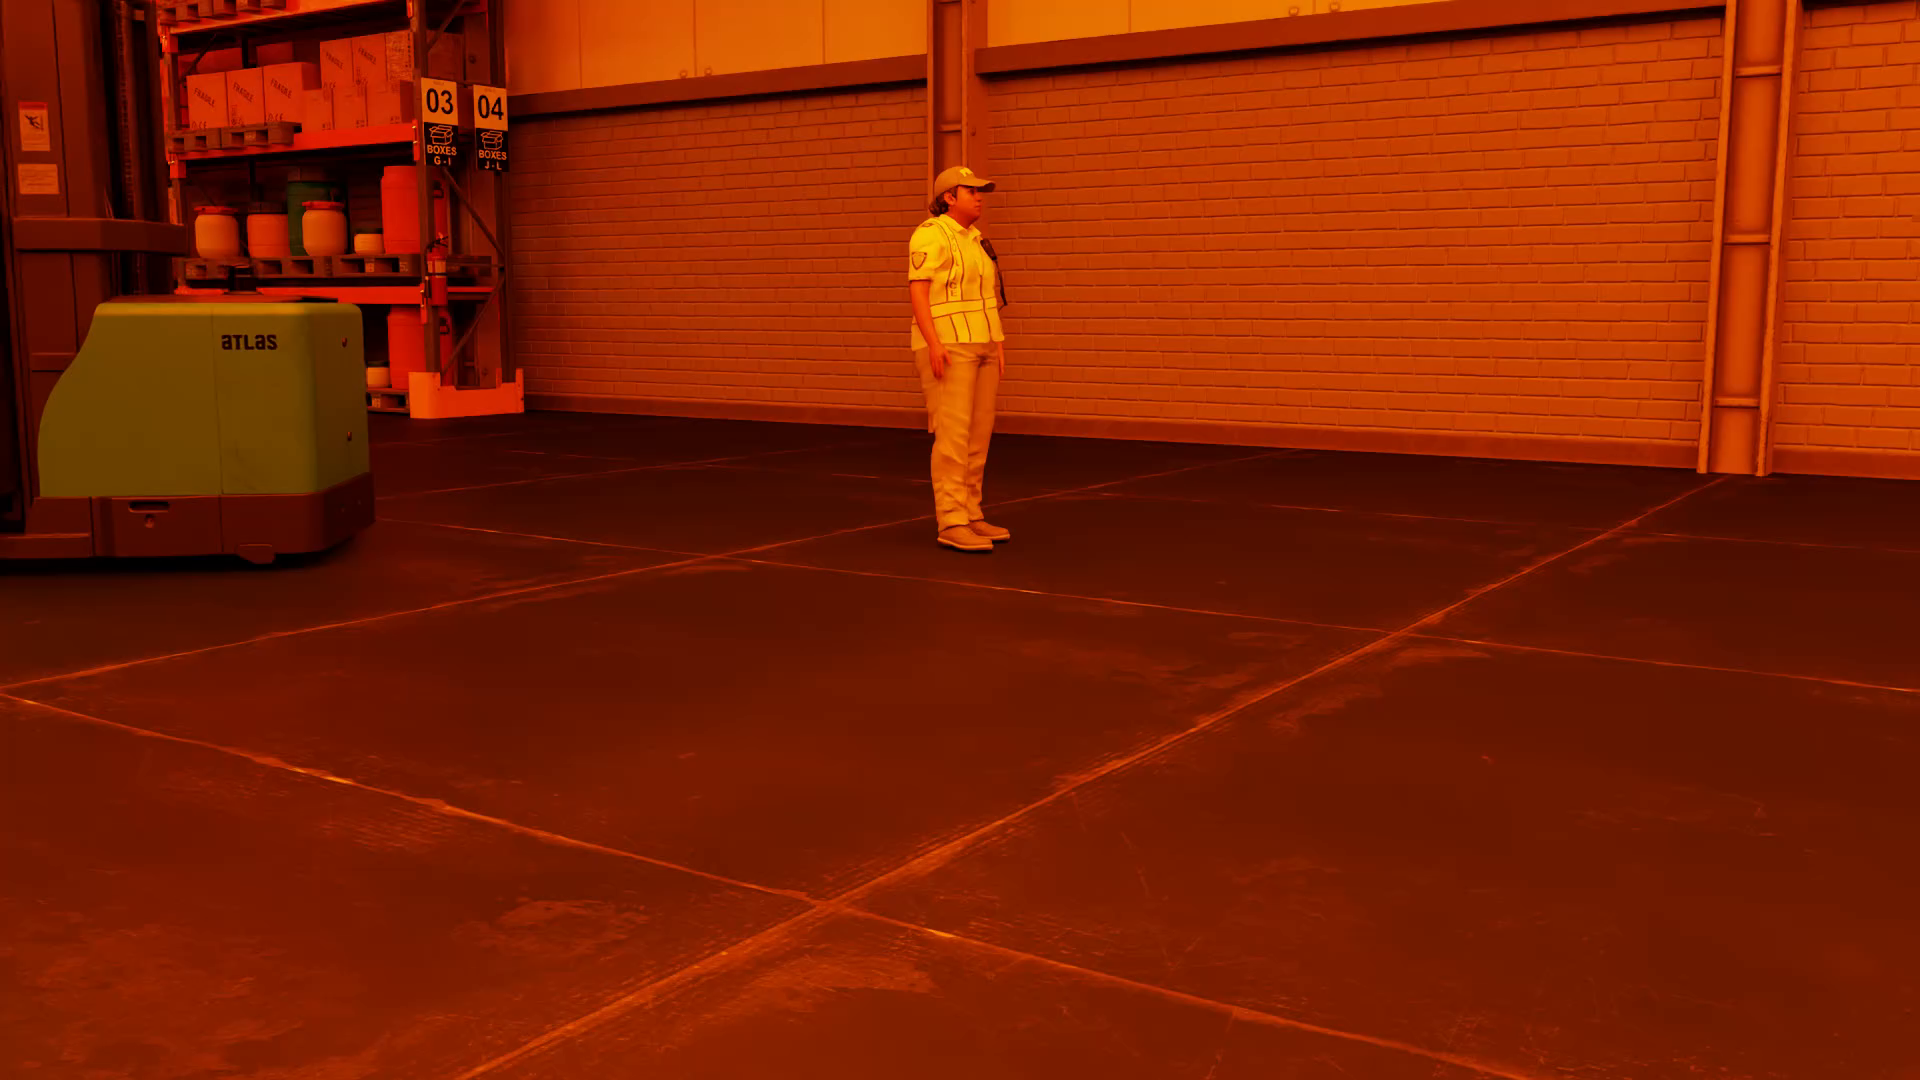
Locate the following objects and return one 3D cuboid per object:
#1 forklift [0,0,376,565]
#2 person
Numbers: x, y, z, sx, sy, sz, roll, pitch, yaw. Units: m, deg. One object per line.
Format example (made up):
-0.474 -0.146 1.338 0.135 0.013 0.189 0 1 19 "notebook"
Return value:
-4.147 -1.376 6.870 3.031 2.935 1.130 -1 8 -6 "forklift"
0.051 -0.825 7.424 0.529 1.670 0.598 5 10 34 "person"
